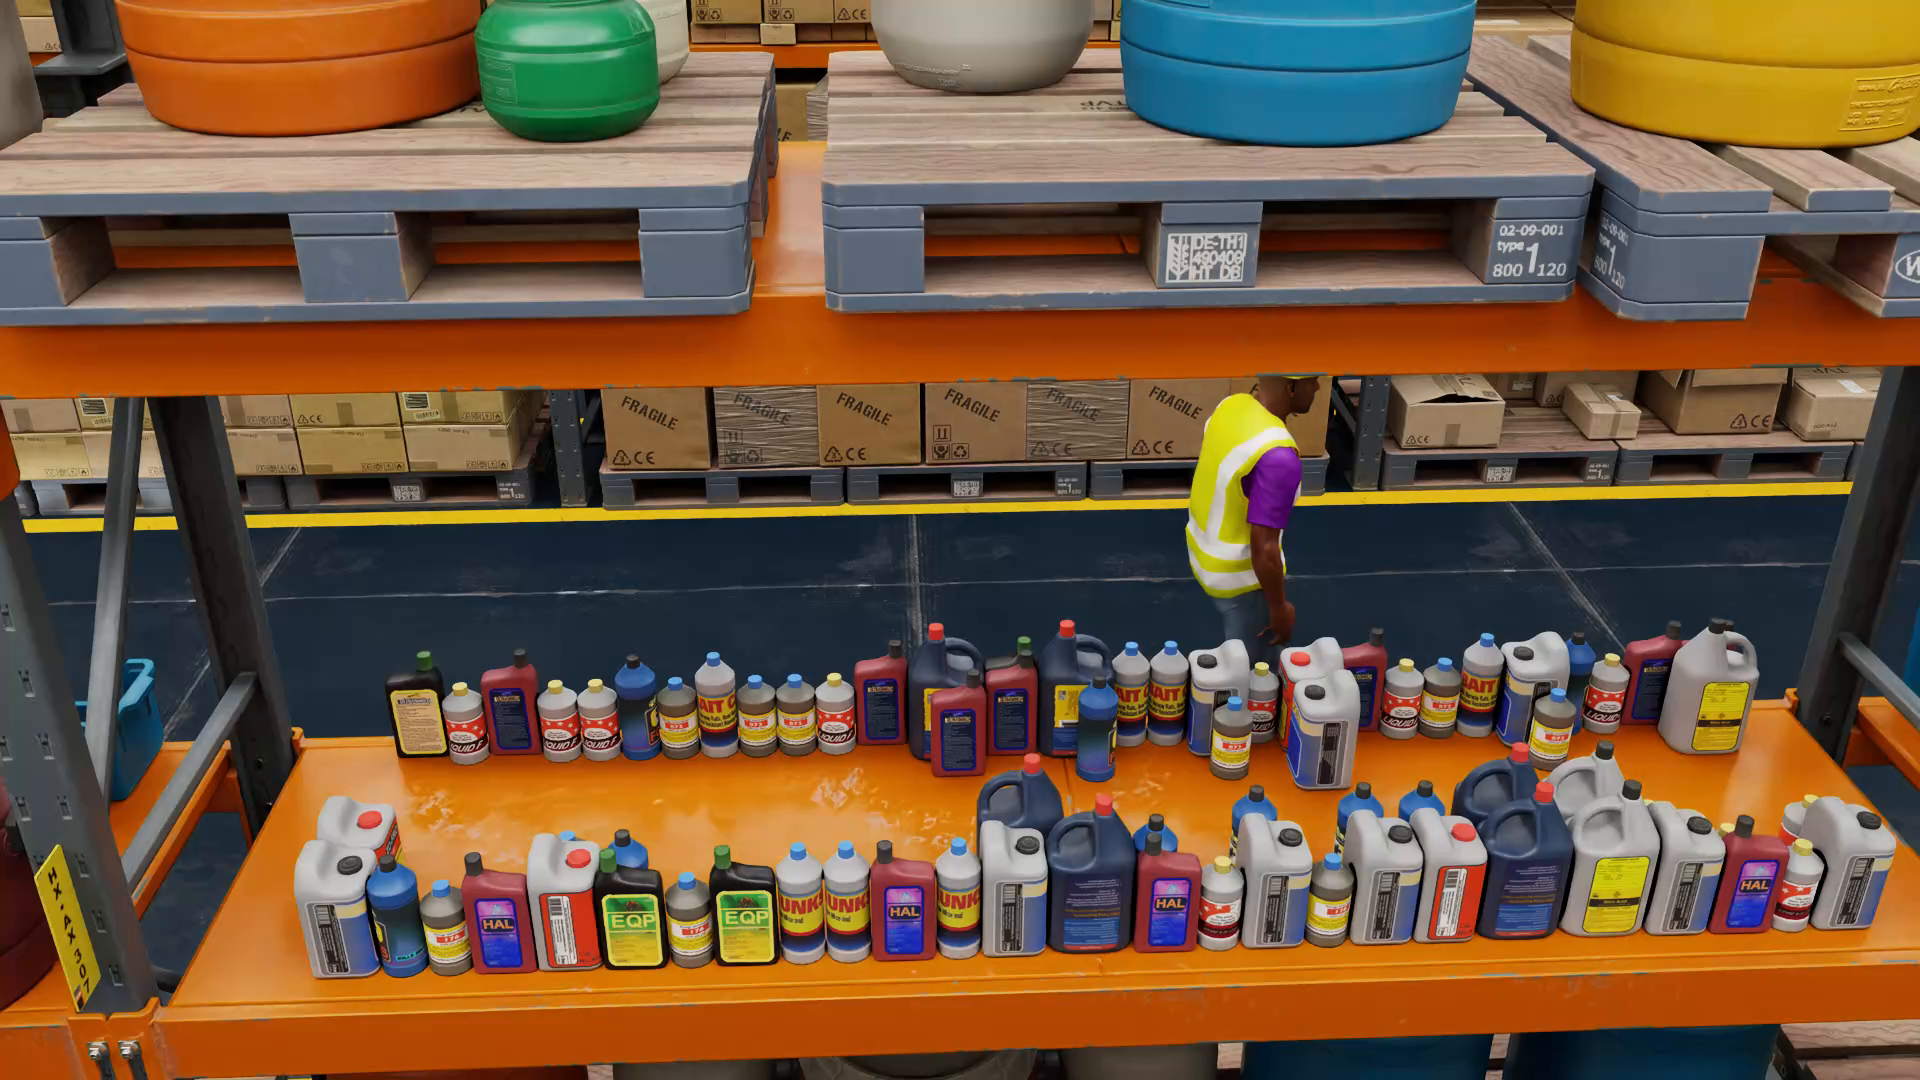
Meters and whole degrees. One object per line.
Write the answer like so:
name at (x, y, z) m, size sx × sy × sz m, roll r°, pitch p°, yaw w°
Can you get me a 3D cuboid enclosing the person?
person at (1.042, 0.102, 5.903) m, size 0.462 × 1.759 × 0.632 m, roll -3°, pitch 28°, yaw -6°
